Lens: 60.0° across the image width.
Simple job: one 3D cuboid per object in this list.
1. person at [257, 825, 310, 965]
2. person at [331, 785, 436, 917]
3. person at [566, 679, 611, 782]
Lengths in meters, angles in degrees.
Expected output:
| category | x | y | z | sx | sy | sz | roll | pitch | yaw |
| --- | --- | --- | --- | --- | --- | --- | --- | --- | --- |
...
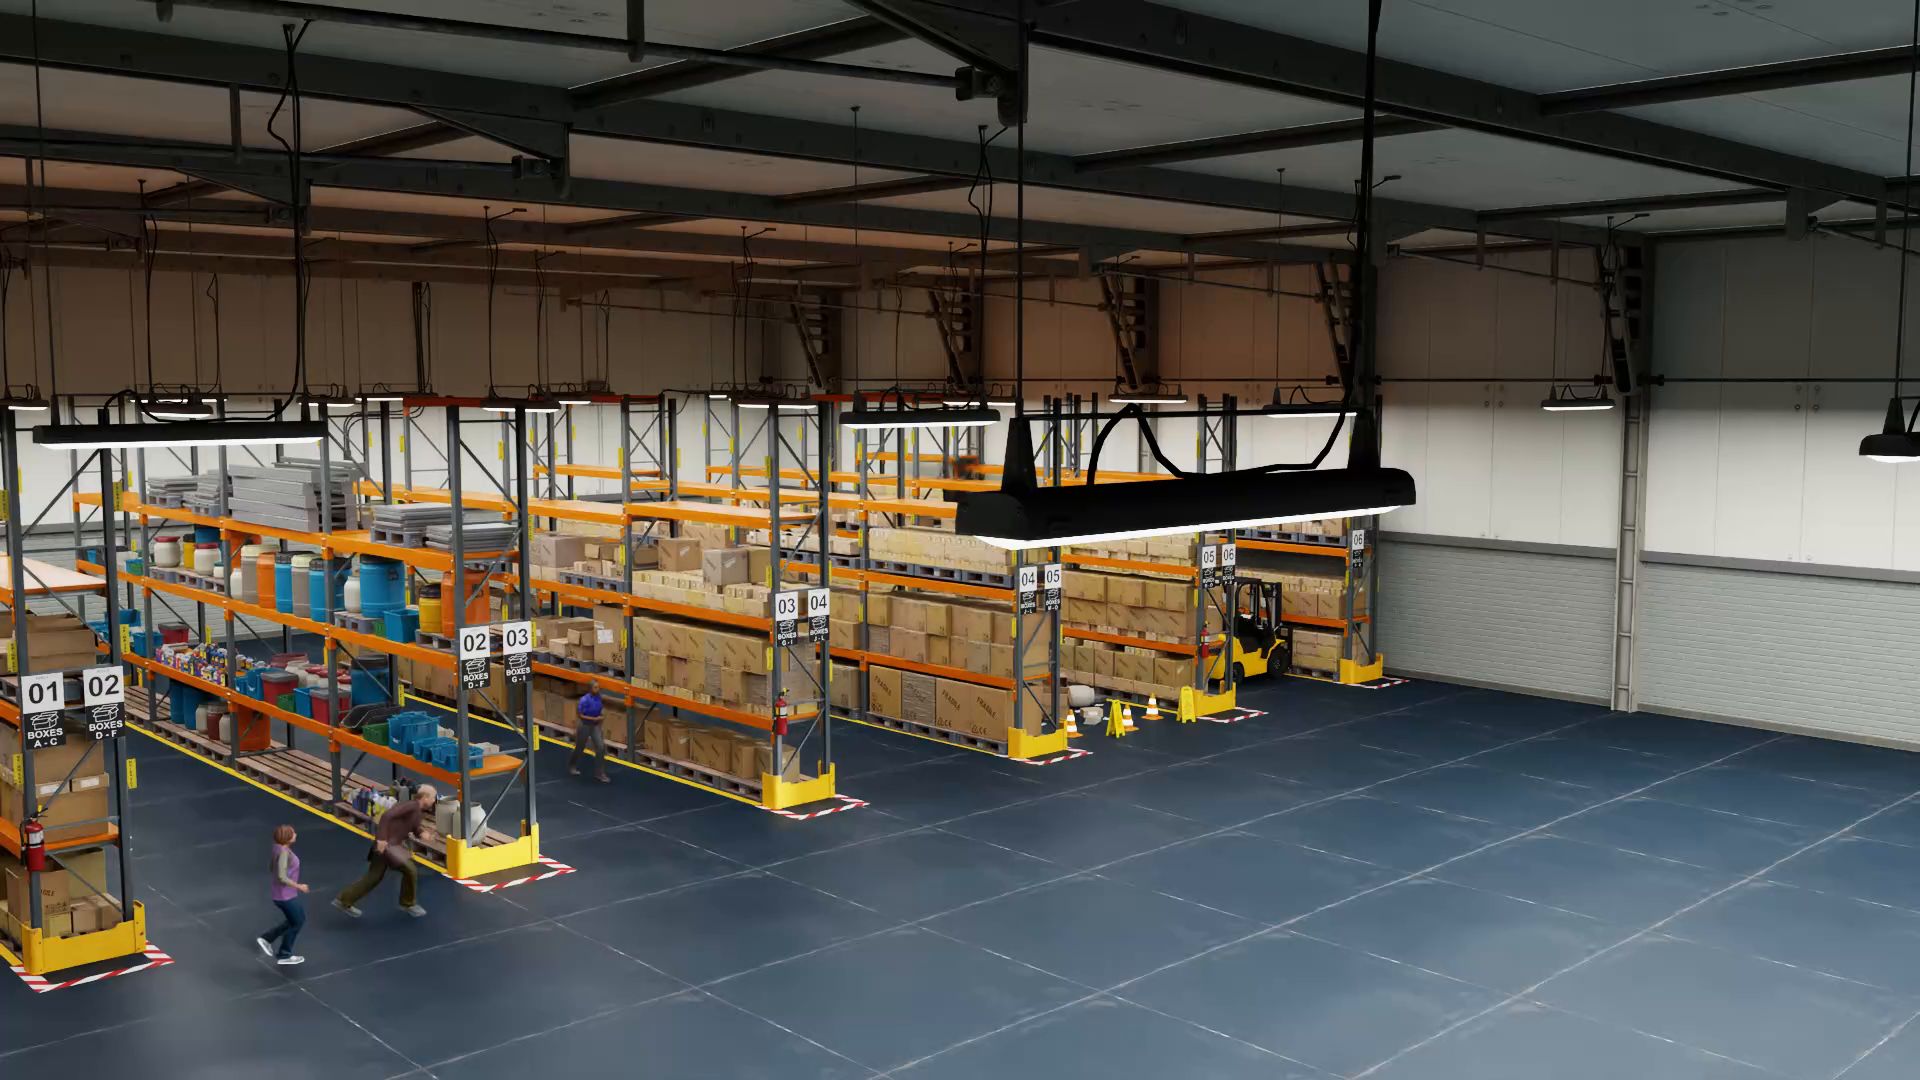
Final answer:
| category | x | y | z | sx | sy | sz | roll | pitch | yaw |
| --- | --- | --- | --- | --- | --- | --- | --- | --- | --- |
| person | -7.286 | 3.832 | 17.892 | 0.541 | 1.563 | 0.562 | -3 | 6 | -25 |
| person | -6.793 | 3.683 | 19.610 | 1.199 | 1.547 | 0.690 | -1 | 6 | -11 |
| person | -5.881 | 2.986 | 26.272 | 0.947 | 1.631 | 0.572 | 5 | 7 | 40 |
